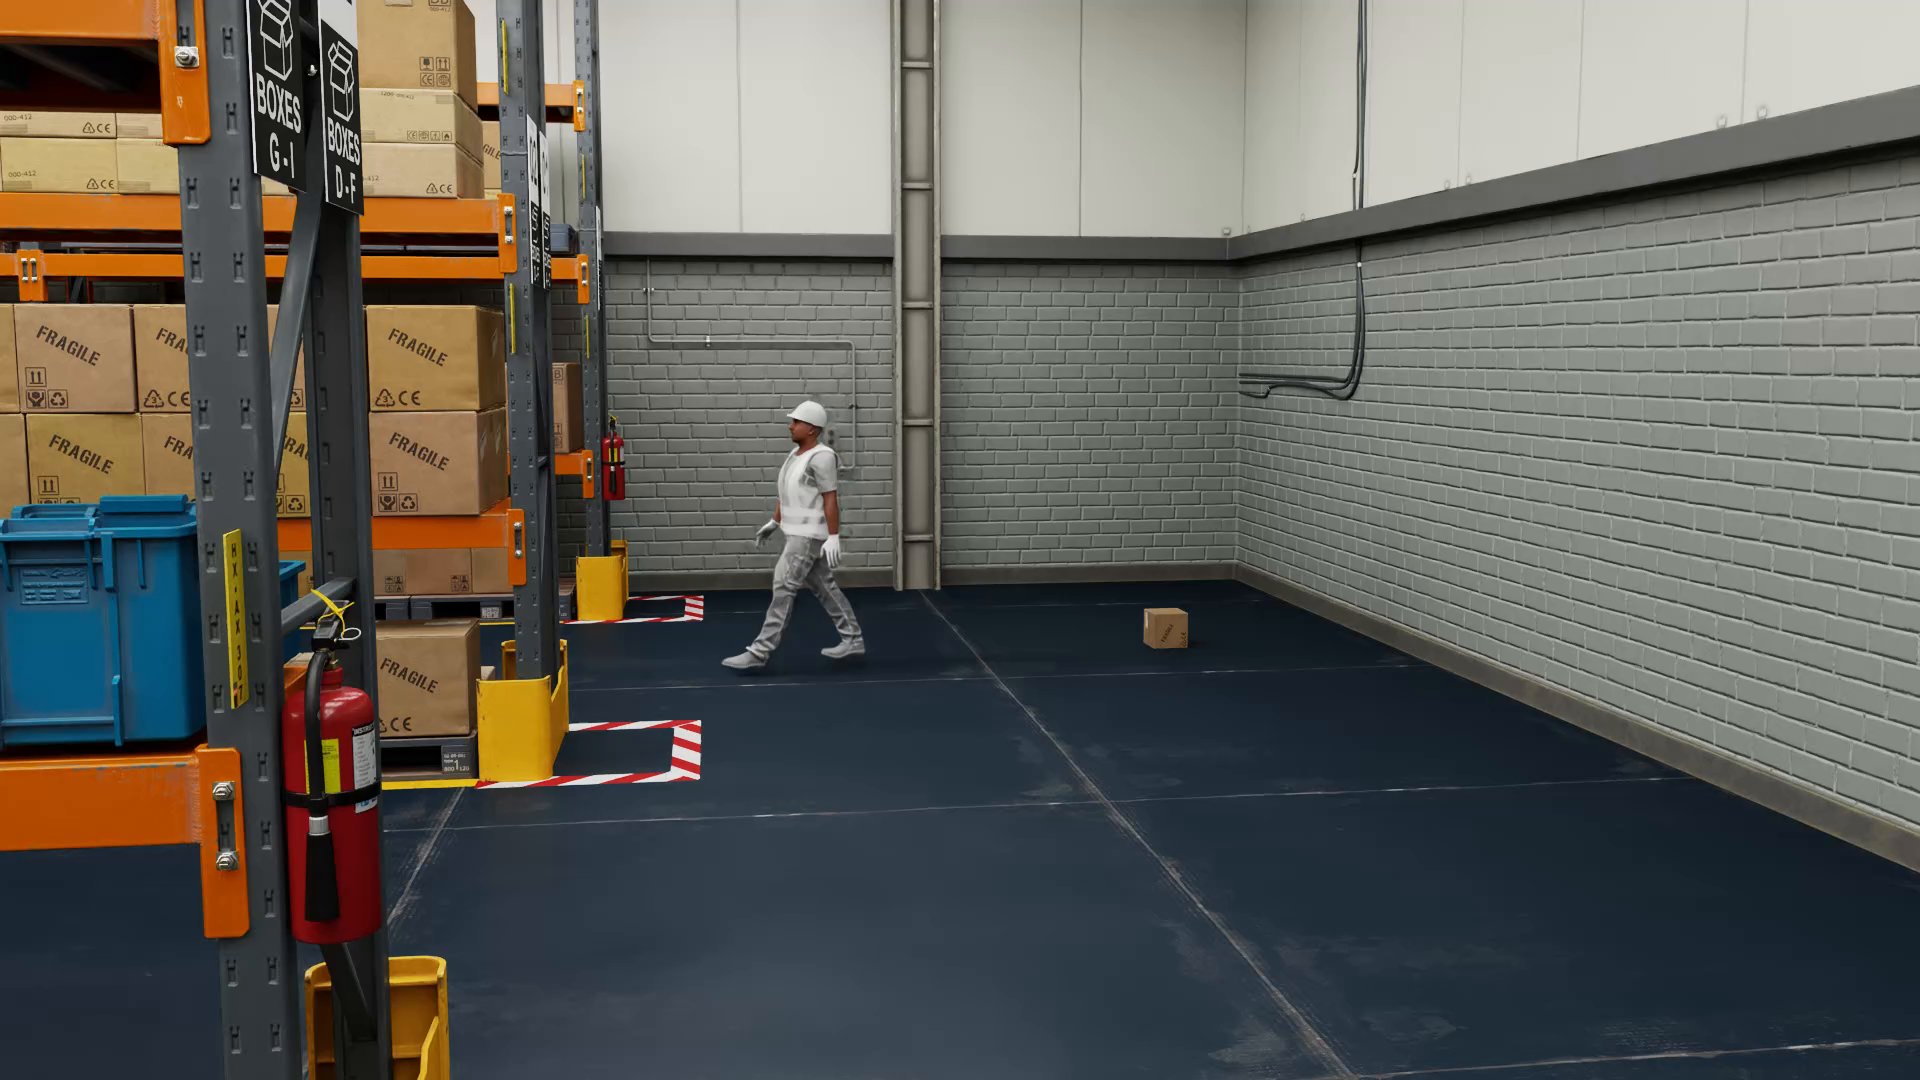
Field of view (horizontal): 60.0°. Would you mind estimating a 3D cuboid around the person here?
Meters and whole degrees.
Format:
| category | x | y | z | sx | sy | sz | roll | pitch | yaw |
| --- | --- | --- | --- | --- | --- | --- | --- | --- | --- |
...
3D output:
| category | x | y | z | sx | sy | sz | roll | pitch | yaw |
| --- | --- | --- | --- | --- | --- | --- | --- | --- | --- |
| person | -1.105 | -0.044 | 10.927 | 1.012 | 1.730 | 0.597 | -2 | 7 | -19 |
